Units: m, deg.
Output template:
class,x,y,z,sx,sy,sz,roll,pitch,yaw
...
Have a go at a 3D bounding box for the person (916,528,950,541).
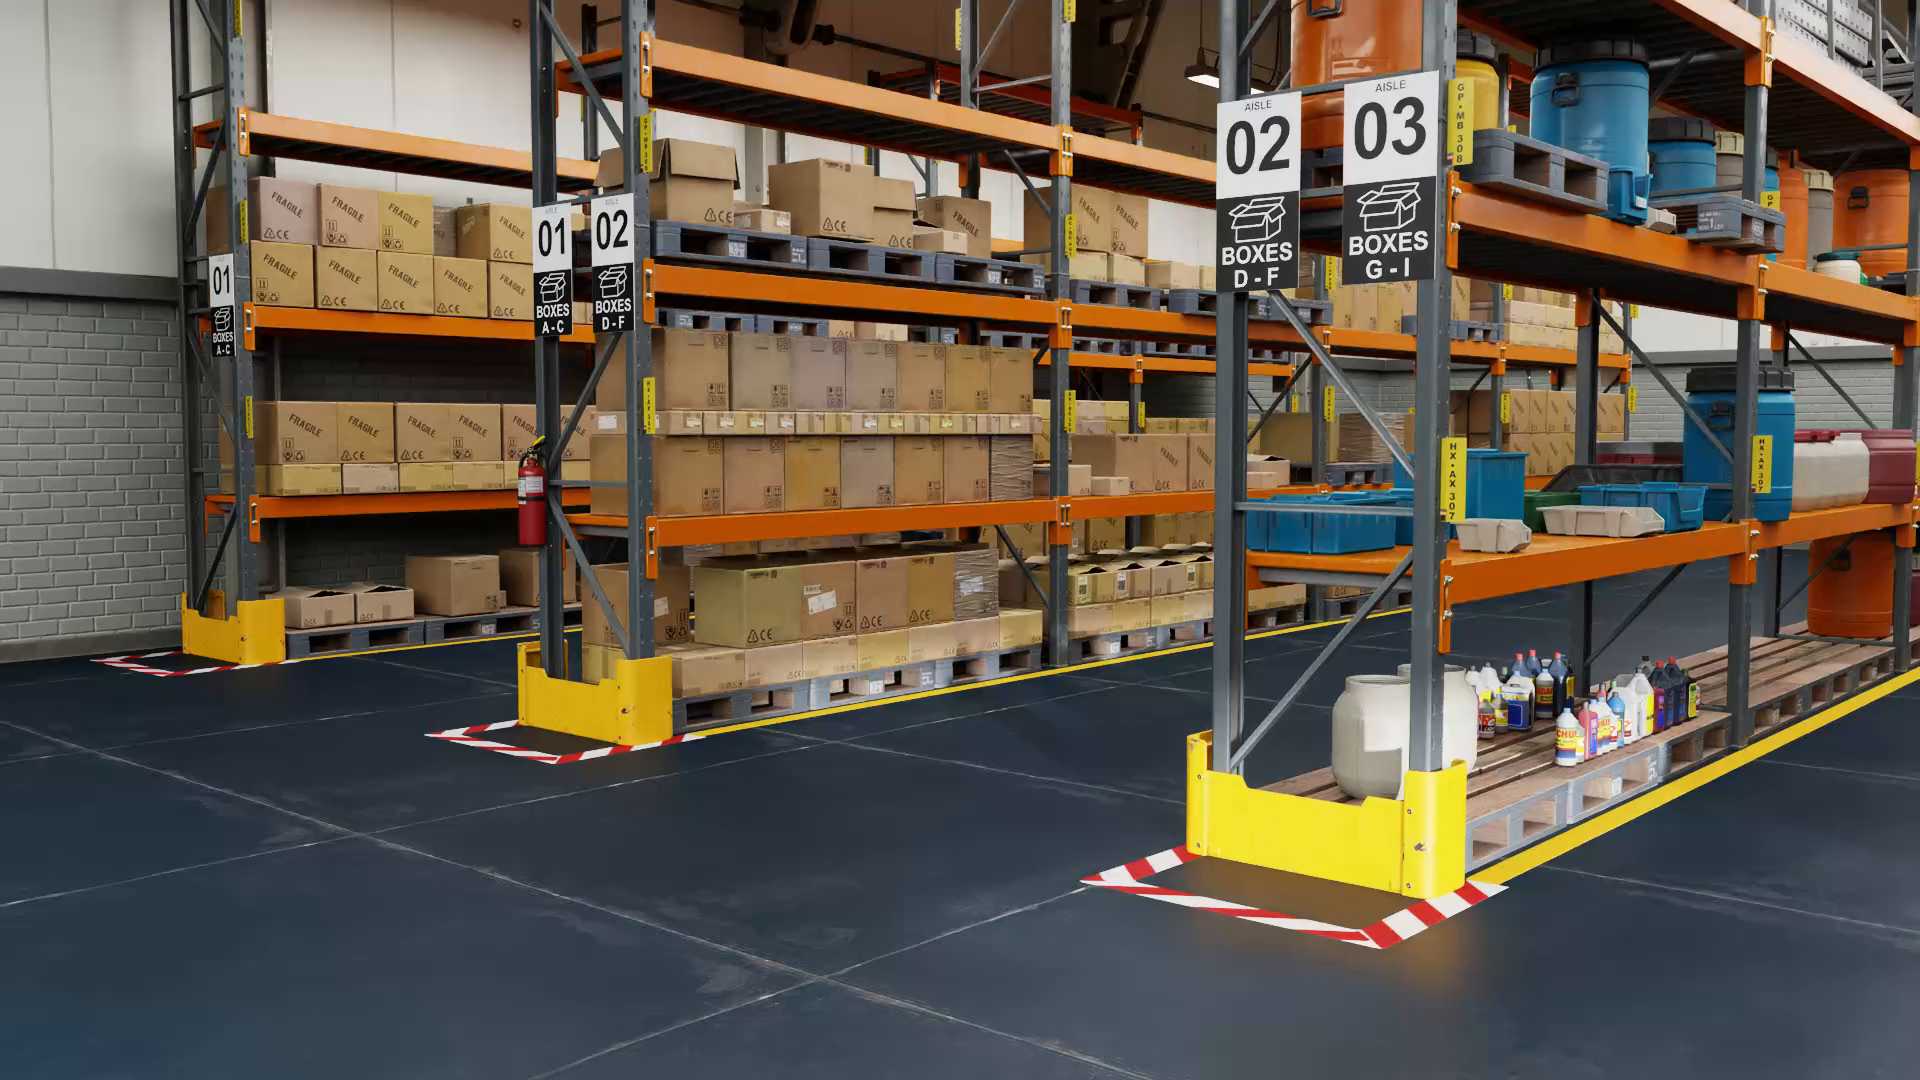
class,x,y,z,sx,sy,sz,roll,pitch,yaw
person,-0.330,-0.074,16.862,0.475,1.583,0.512,3,5,39
